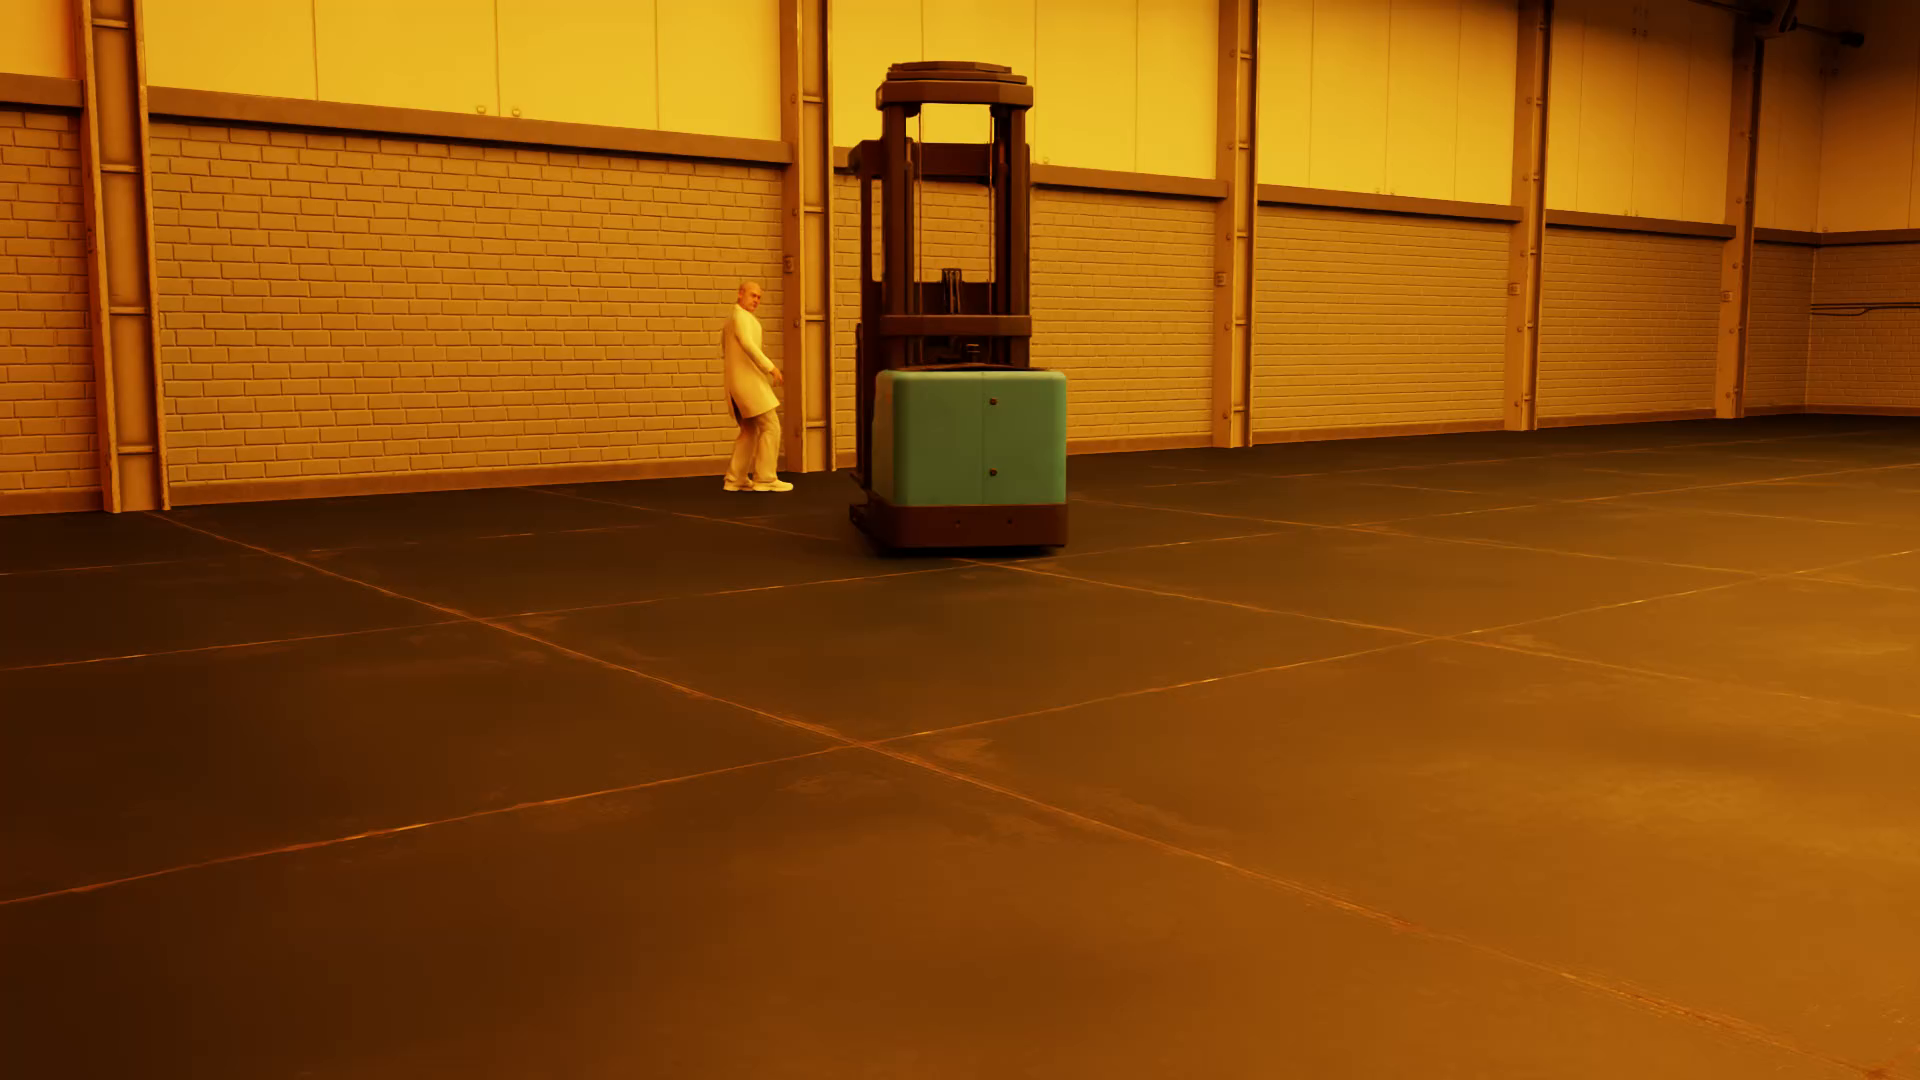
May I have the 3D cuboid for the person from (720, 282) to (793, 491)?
[{"bbox_3d":[-1.722,-1.270,13.867,0.543,1.742,0.787,-4,8,-30],"label":"person"}]

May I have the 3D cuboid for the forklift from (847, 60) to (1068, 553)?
[{"bbox_3d":[-0.140,-1.523,10.896,1.130,2.935,3.031,-1,7,-10],"label":"forklift"}]
